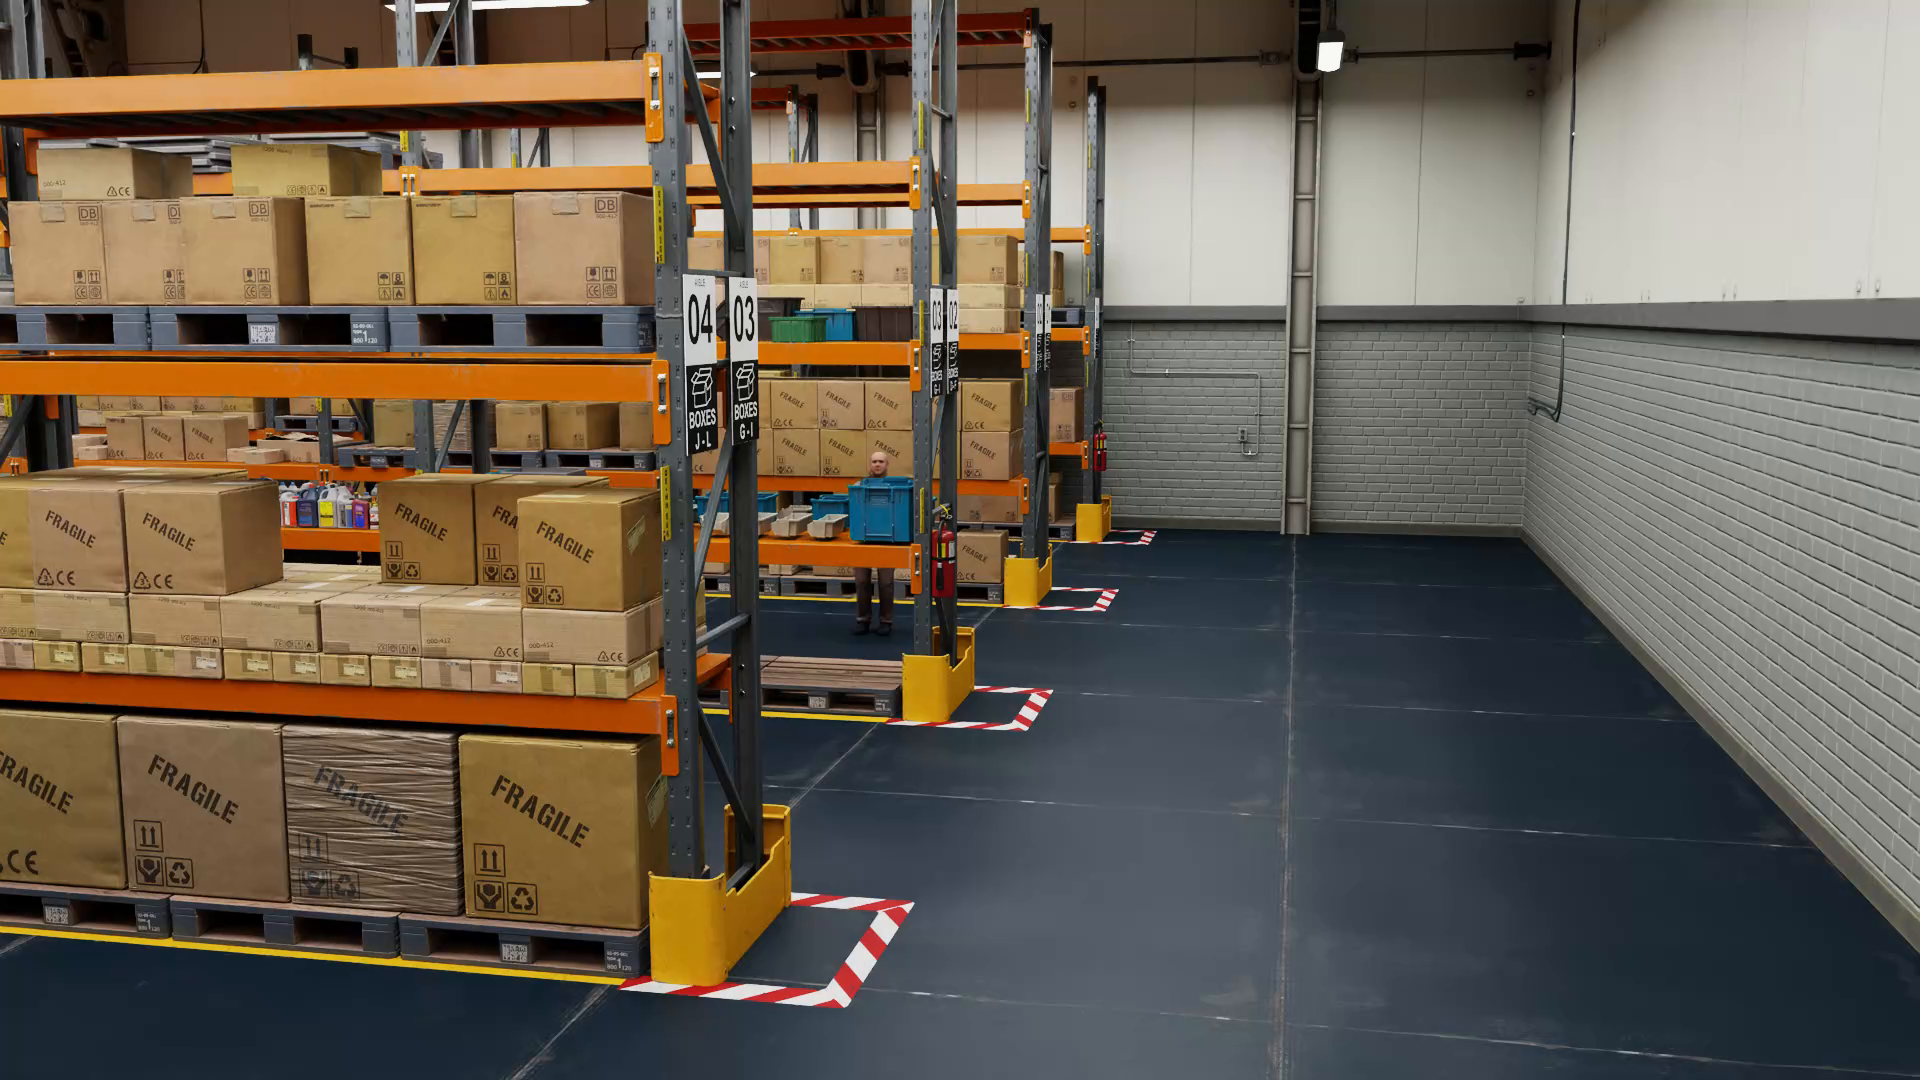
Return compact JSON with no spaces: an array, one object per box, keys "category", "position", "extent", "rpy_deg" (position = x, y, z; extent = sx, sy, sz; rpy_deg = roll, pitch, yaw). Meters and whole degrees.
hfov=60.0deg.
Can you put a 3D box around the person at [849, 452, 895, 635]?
[{"category":"person","position":[-0.801,0.036,15.672],"extent":[0.494,1.711,0.559],"rpy_deg":[2,8,12]}]
